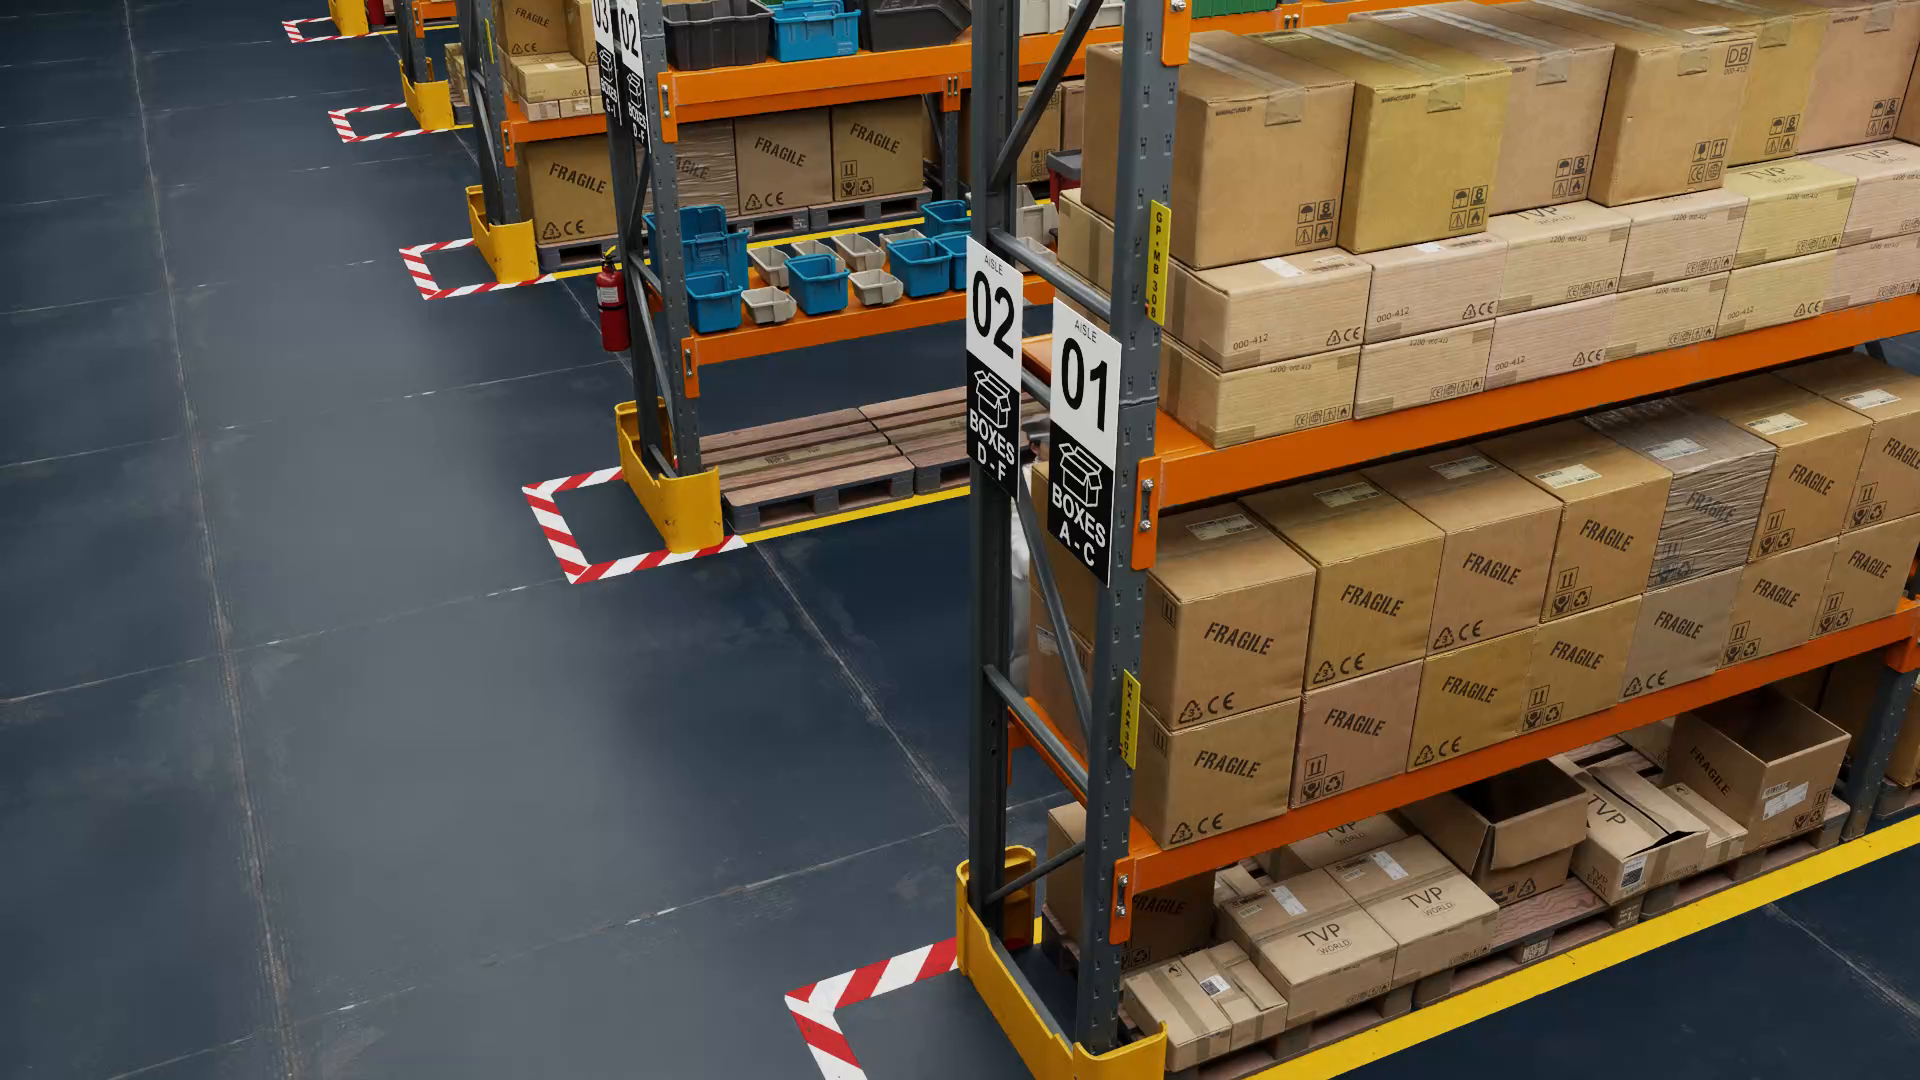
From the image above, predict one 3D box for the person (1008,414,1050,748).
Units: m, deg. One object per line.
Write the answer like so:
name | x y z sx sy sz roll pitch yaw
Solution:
person | 0.454 0.187 8.077 0.471 1.700 0.543 -12 32 -20
